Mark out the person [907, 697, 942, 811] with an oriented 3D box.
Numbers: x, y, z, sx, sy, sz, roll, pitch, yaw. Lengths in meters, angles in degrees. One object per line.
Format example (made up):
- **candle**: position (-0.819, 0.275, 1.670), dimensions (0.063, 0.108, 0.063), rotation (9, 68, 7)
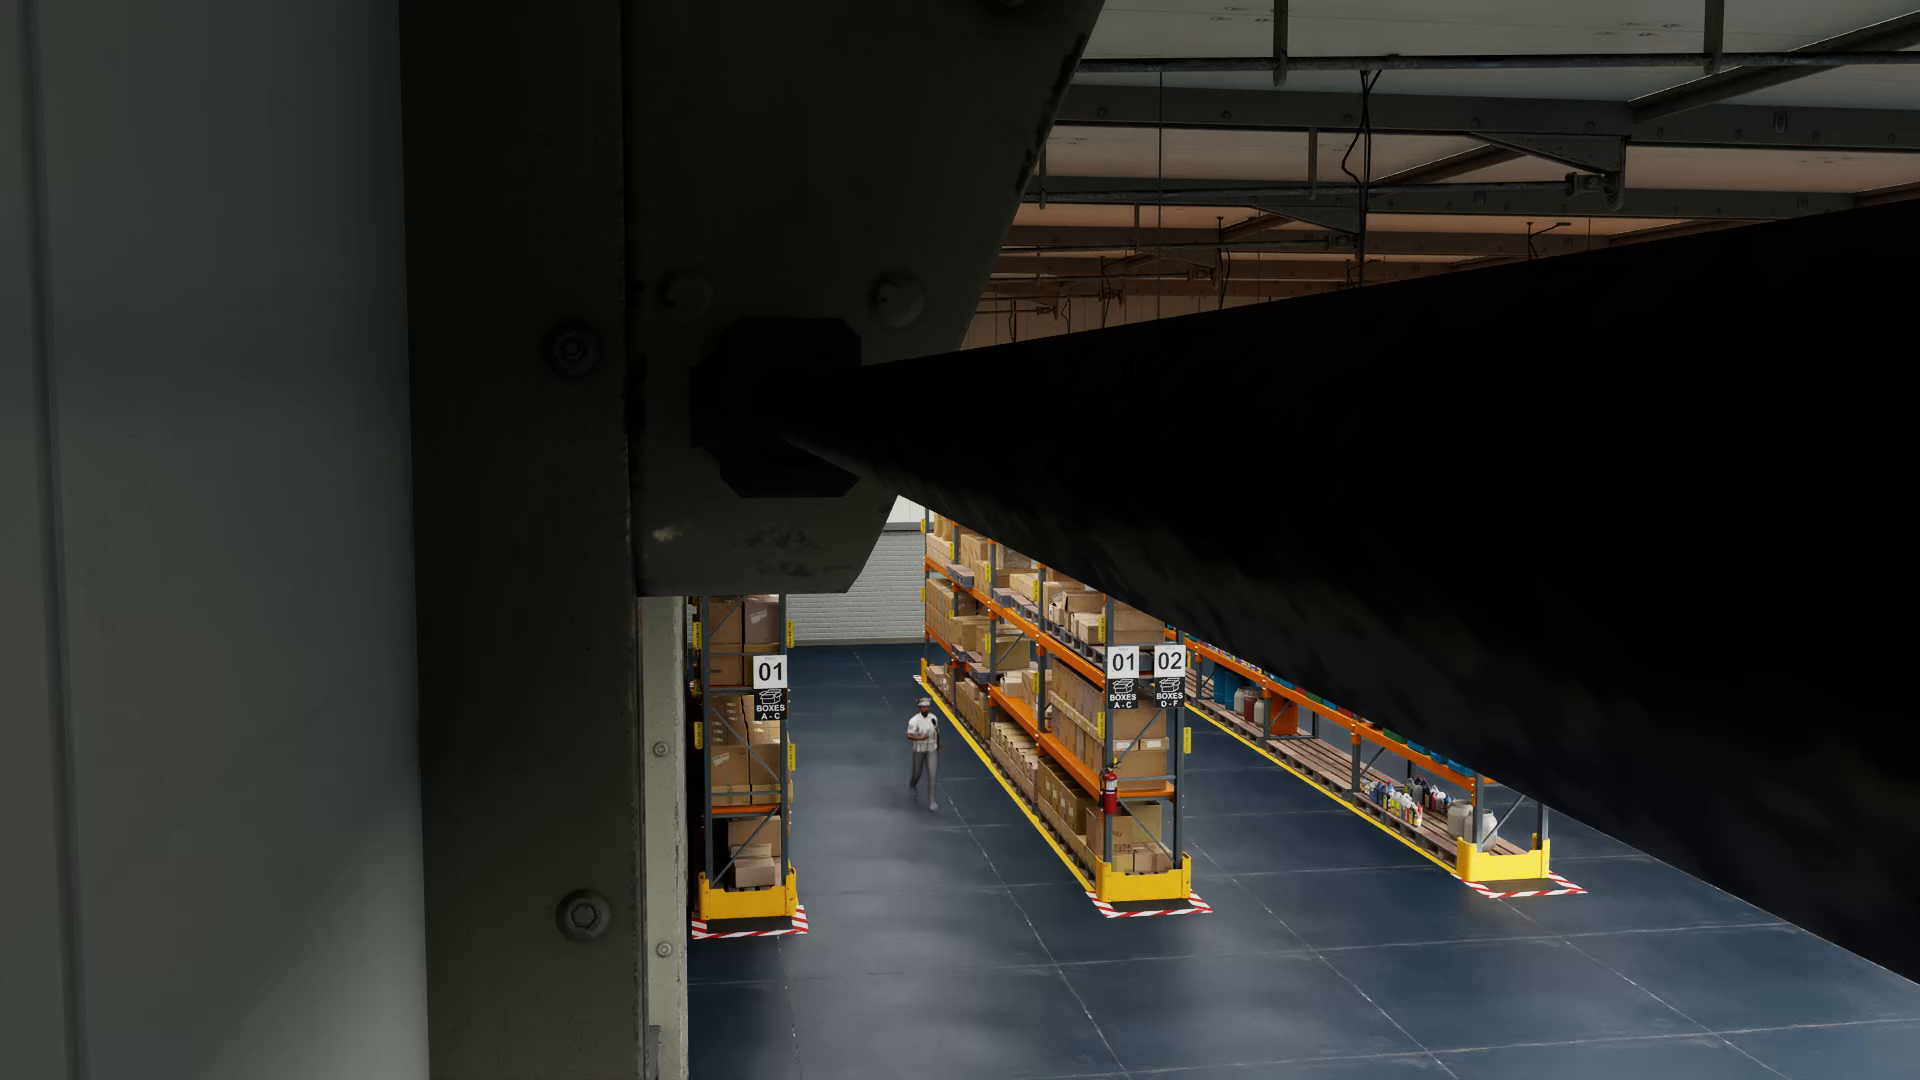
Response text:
- **person**: position (-0.540, 3.231, 25.479), dimensions (0.580, 1.672, 0.933), rotation (-2, 5, -17)
